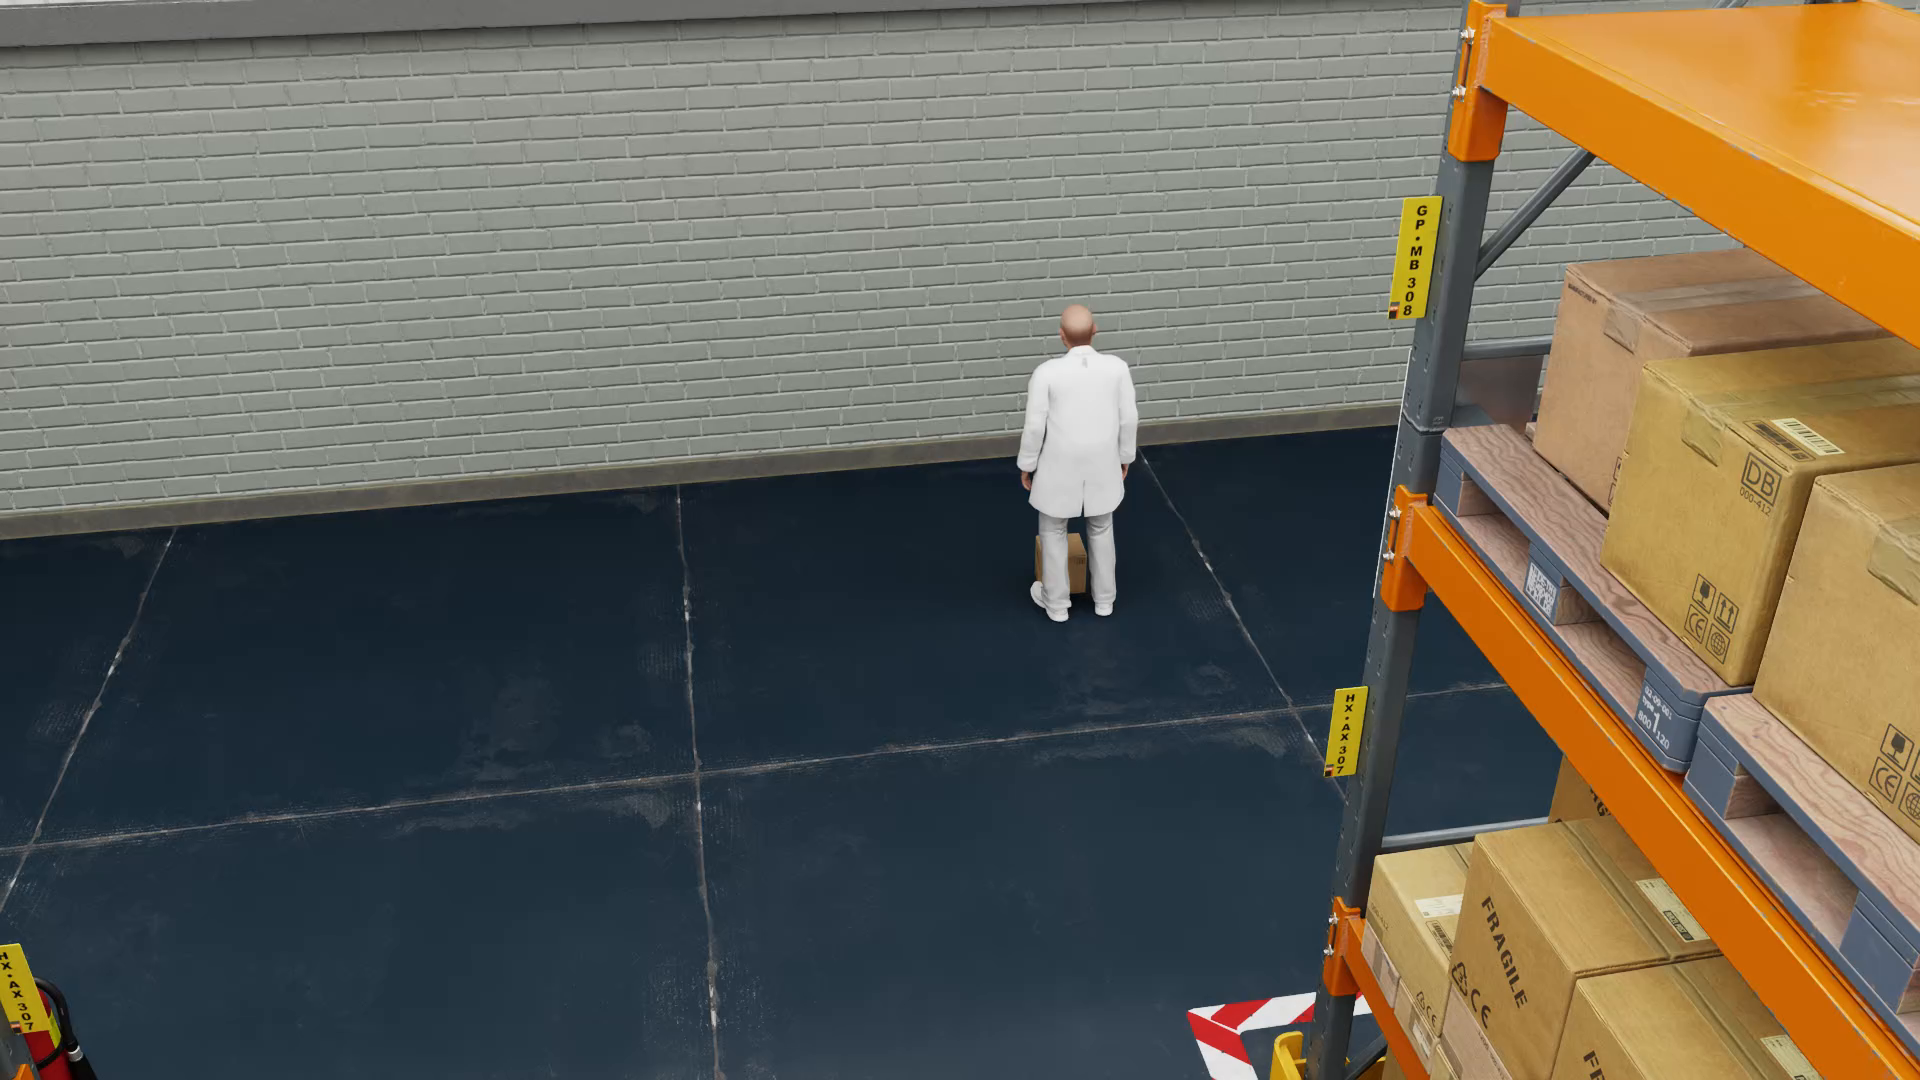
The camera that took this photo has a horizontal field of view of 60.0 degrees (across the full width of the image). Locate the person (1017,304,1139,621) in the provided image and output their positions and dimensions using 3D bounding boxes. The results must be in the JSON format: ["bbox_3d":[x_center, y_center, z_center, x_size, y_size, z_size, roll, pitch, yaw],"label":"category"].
[{"bbox_3d":[0.622,-0.400,8.841,0.644,1.774,0.424,-5,31,-9],"label":"person"}]
